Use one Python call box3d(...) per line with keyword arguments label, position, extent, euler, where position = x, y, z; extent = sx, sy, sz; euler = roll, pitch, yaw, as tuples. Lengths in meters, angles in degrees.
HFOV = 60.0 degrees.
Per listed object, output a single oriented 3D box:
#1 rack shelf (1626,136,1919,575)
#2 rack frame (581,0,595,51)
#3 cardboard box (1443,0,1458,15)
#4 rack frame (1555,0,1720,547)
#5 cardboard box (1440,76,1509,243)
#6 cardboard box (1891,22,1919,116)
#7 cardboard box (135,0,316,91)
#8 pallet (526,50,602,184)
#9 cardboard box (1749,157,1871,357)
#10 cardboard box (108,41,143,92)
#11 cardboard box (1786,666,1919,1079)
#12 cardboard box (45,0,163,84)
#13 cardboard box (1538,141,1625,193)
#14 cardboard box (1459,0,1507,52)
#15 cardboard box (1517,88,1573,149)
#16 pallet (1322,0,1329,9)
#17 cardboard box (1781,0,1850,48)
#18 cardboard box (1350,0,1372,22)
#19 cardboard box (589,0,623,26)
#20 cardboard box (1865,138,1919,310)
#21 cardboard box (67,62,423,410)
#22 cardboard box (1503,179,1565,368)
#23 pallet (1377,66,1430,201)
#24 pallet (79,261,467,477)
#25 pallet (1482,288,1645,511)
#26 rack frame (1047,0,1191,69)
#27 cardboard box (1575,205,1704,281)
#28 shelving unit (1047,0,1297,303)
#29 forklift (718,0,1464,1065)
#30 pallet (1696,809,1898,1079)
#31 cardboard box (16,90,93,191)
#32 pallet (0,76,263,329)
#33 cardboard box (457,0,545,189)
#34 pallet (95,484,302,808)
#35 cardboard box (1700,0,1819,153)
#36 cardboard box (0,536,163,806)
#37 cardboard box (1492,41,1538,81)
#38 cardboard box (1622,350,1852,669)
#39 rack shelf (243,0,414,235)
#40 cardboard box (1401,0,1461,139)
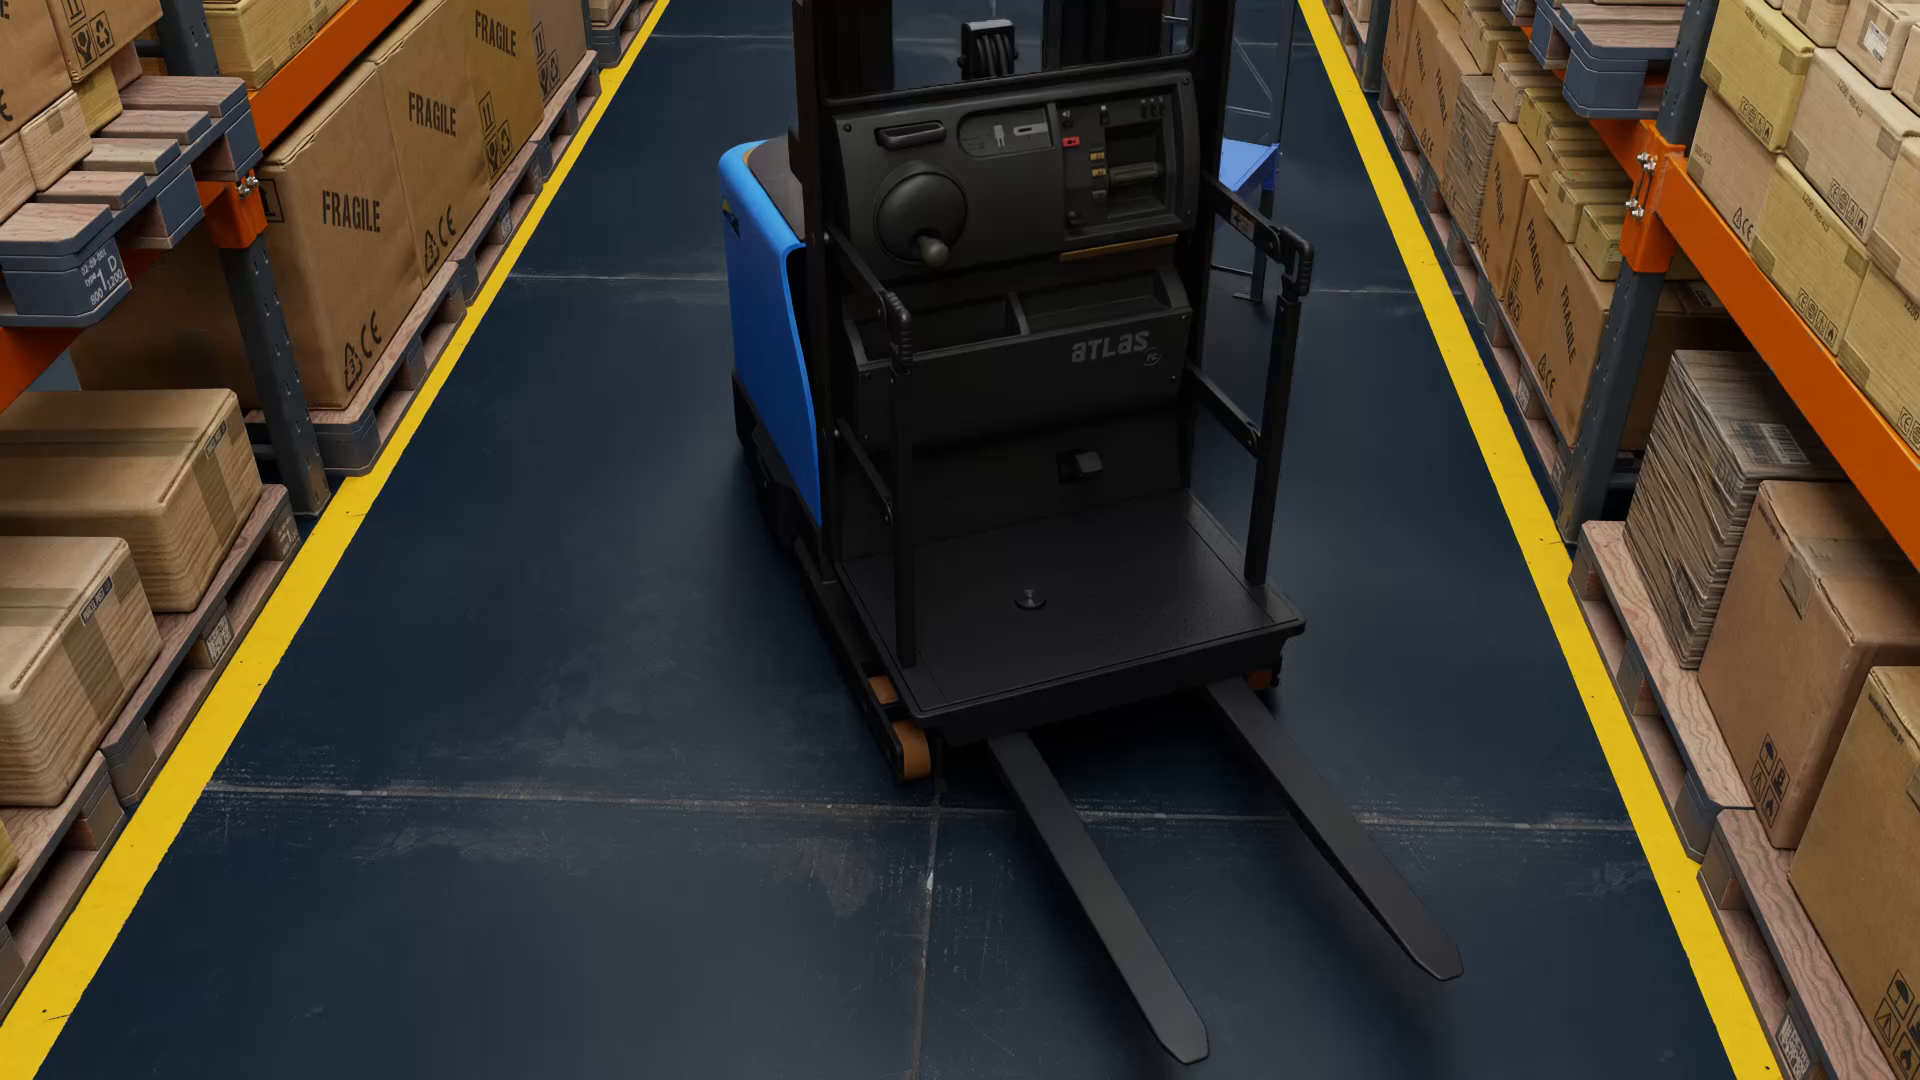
box3d(label="rack shelf", position=(2.321, 0.213, 2.963), extent=(1.077, 0.370, 4.000), euler=(1, 35, 2))
box3d(label="rack frame", position=(-2.398, -3.641, 7.821), extent=(1.000, 3.000, 0.127), euler=(1, 35, 2))
box3d(label="cardboard box", position=(2.349, -2.434, 7.349), extent=(0.380, 0.149, 0.250), euler=(0, 35, -1))
box3d(label="rack frame", position=(2.401, -1.230, 4.391), extent=(1.000, 3.000, 0.127), euler=(1, 35, 2))
box3d(label="cardboard box", position=(2.254, -1.514, 6.604), extent=(0.500, 0.500, 0.500), euler=(0, 35, 0))
box3d(label="cardboard box", position=(2.102, -0.908, 3.282), extent=(0.380, 0.149, 0.250), euler=(2, 35, 2))
box3d(label="cardboard box", position=(-2.288, -1.556, 4.986), extent=(0.500, 0.250, 0.500), euler=(1, 35, 1))
box3d(label="pallet", position=(-2.354, -2.055, 7.990), extent=(1.003, 0.211, 1.213), euler=(1, 35, 2))
box3d(label="cardboard box", position=(2.114, -0.630, 3.669), extent=(0.500, 0.250, 0.500), euler=(1, 35, 1))
box3d(label="cardboard box", position=(-2.337, -1.218, 4.227), extent=(0.380, 0.149, 0.250), euler=(3, 35, 4))
box3d(label="cardboard box", position=(2.317, 0.690, 3.359), extent=(0.875, 0.625, 0.625), euler=(0, 35, 0))
box3d(label="cardboard box", position=(-2.299, -1.409, 3.936), extent=(0.500, 0.500, 0.500), euler=(0, 35, 1))
box3d(label="cardboard box", position=(2.202, -1.242, 5.653), extent=(0.380, 0.149, 0.250), euler=(0, 35, 0))
box3d(label="cardboard box", position=(2.304, -2.133, 6.922), extent=(0.380, 0.149, 0.250), euler=(1, 35, 2))
box3d(label="cardboard box", position=(2.268, -1.536, 6.071), extent=(0.380, 0.149, 0.250), euler=(1, 35, 1))
box3d(label="pallet", position=(2.637, -3.484, 10.025), extent=(1.003, 0.211, 1.213), euler=(1, 35, 2))
box3d(label="cardboard box", position=(2.085, -1.207, 3.707), extent=(0.380, 0.149, 0.250), euler=(2, 35, 3))
box3d(label="cardboard box", position=(2.291, -2.860, 8.825), extent=(0.380, 0.149, 0.250), euler=(0, 35, 0))
box3d(label="cardboard box", position=(-2.266, -3.122, 8.947), extent=(0.875, 0.438, 0.875), euler=(1, 35, 1))
box3d(label="cardboard box", position=(2.079, -0.536, 3.099), extent=(0.500, 0.250, 0.500), euler=(0, 35, 1))
box3d(label="cardboard box", position=(-2.448, -1.040, 5.603), extent=(0.875, 0.875, 0.875), euler=(1, 35, 1))
box3d(label="cardboard box", position=(2.234, -0.914, 5.751), extent=(0.500, 0.500, 0.500), euler=(1, 35, 1))
box3d(label="pallet", position=(2.567, -1.919, 7.797), extent=(1.003, 0.211, 1.213), euler=(1, 35, 2))
box3d(label="pallet", position=(-2.452, -0.653, 5.995), extent=(1.003, 0.211, 1.213), euler=(1, 35, 2))
box3d(label="pallet", position=(2.469, -0.517, 5.802), extent=(1.003, 0.211, 1.213), euler=(1, 35, 2))
box3d(label="rack frame", position=(0.509, -1.105, 5.518), extent=(0.500, 1.500, 0.032), euler=(16, 38, 22))
box3d(label="cardboard box", position=(2.168, -0.934, 5.215), extent=(0.380, 0.149, 0.250), euler=(0, 35, 0))
box3d(label="shelving unit", position=(0.740, -1.365, 5.888), extent=(0.538, 1.500, 1.048), euler=(16, 38, 22))
box3d(label="forklift", position=(0.234, -0.840, 3.896), extent=(1.130, 2.935, 3.031), euler=(-12, 37, -17))
box3d(label="pallet", position=(2.277, 1.082, 3.527), extent=(1.003, 0.211, 1.213), euler=(1, 35, 2))
box3d(label="cardboard box", position=(-2.241, -0.916, 3.798), extent=(0.380, 0.149, 0.250), euler=(1, 35, 1))
box3d(label="pallet", position=(-2.481, -0.852, 4.020), extent=(1.213, 0.211, 1.003), euler=(1, 35, 2))
box3d(label="cardboard box", position=(-2.372, -2.066, 7.063), extent=(0.875, 0.875, 0.875), euler=(2, 35, 3))
box3d(label="pallet", position=(-2.592, 0.247, 4.714), extent=(1.003, 0.211, 1.213), euler=(1, 35, 2))
box3d(label="cardboard box", position=(2.114, -1.124, 3.937), extent=(0.500, 0.250, 0.500), euler=(1, 35, 2))
box3d(label="cardboard box", position=(-2.613, 0.309, 4.121), extent=(0.950, 0.372, 0.625), euler=(1, 35, 1))
box3d(label="cardboard box", position=(2.310, -1.835, 6.497), extent=(0.380, 0.149, 0.250), euler=(1, 35, 2))
box3d(label="cardboard box", position=(2.362, -0.072, 4.444), extent=(0.875, 0.625, 0.625), euler=(2, 35, 3))
box3d(label="rack shelf", position=(-2.478, -2.197, 6.393), extent=(1.077, 0.370, 4.000), euler=(1, 35, 2))
box3d(label="cardboard box", position=(2.306, -2.098, 7.436), extent=(0.500, 0.500, 0.500), euler=(1, 35, 1))
